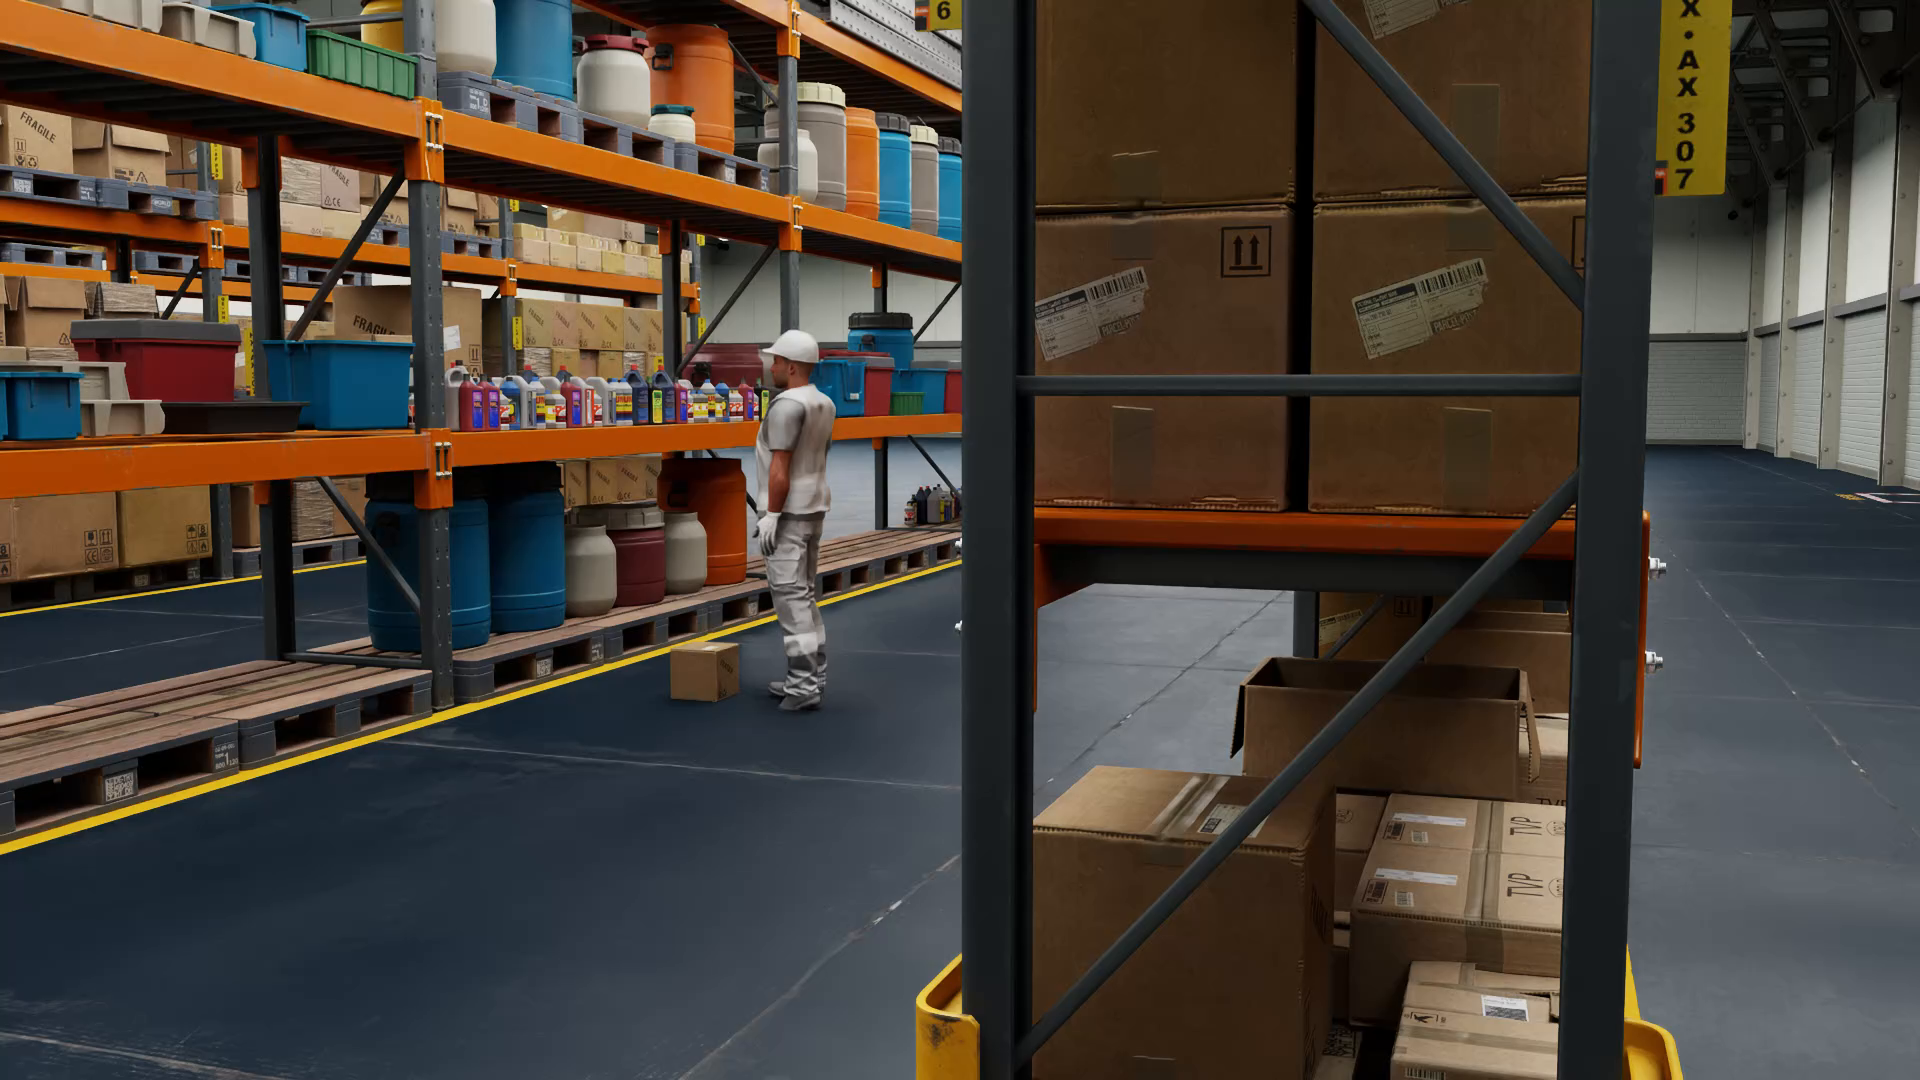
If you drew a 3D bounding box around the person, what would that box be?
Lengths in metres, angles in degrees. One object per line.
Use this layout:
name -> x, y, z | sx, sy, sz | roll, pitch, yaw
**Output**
person -> -0.807, -0.079, 7.965 | 0.386, 1.839, 0.524 | 2, 5, 20
